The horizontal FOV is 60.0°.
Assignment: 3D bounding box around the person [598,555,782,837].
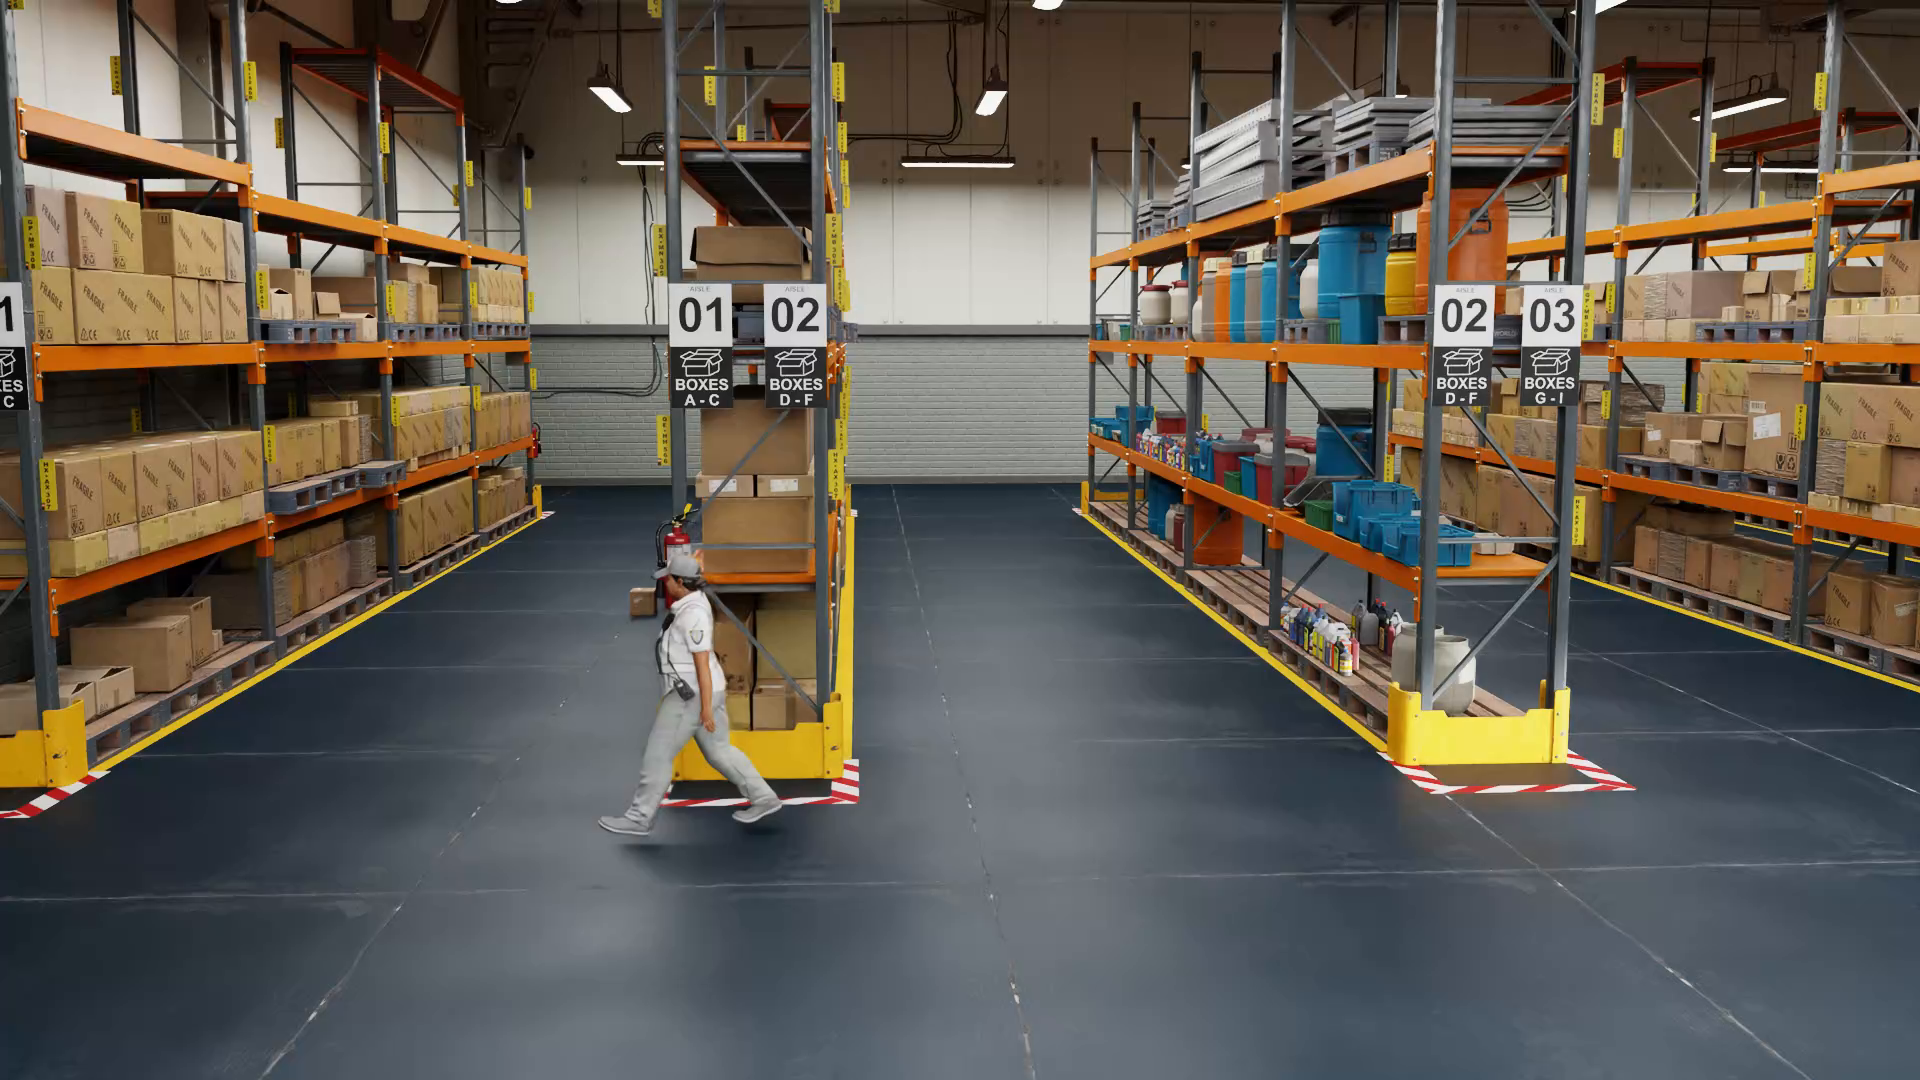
[{"bbox_3d":[-1.558,0.886,9.572,1.036,1.610,0.558,0,7,-3],"label":"person"}]
